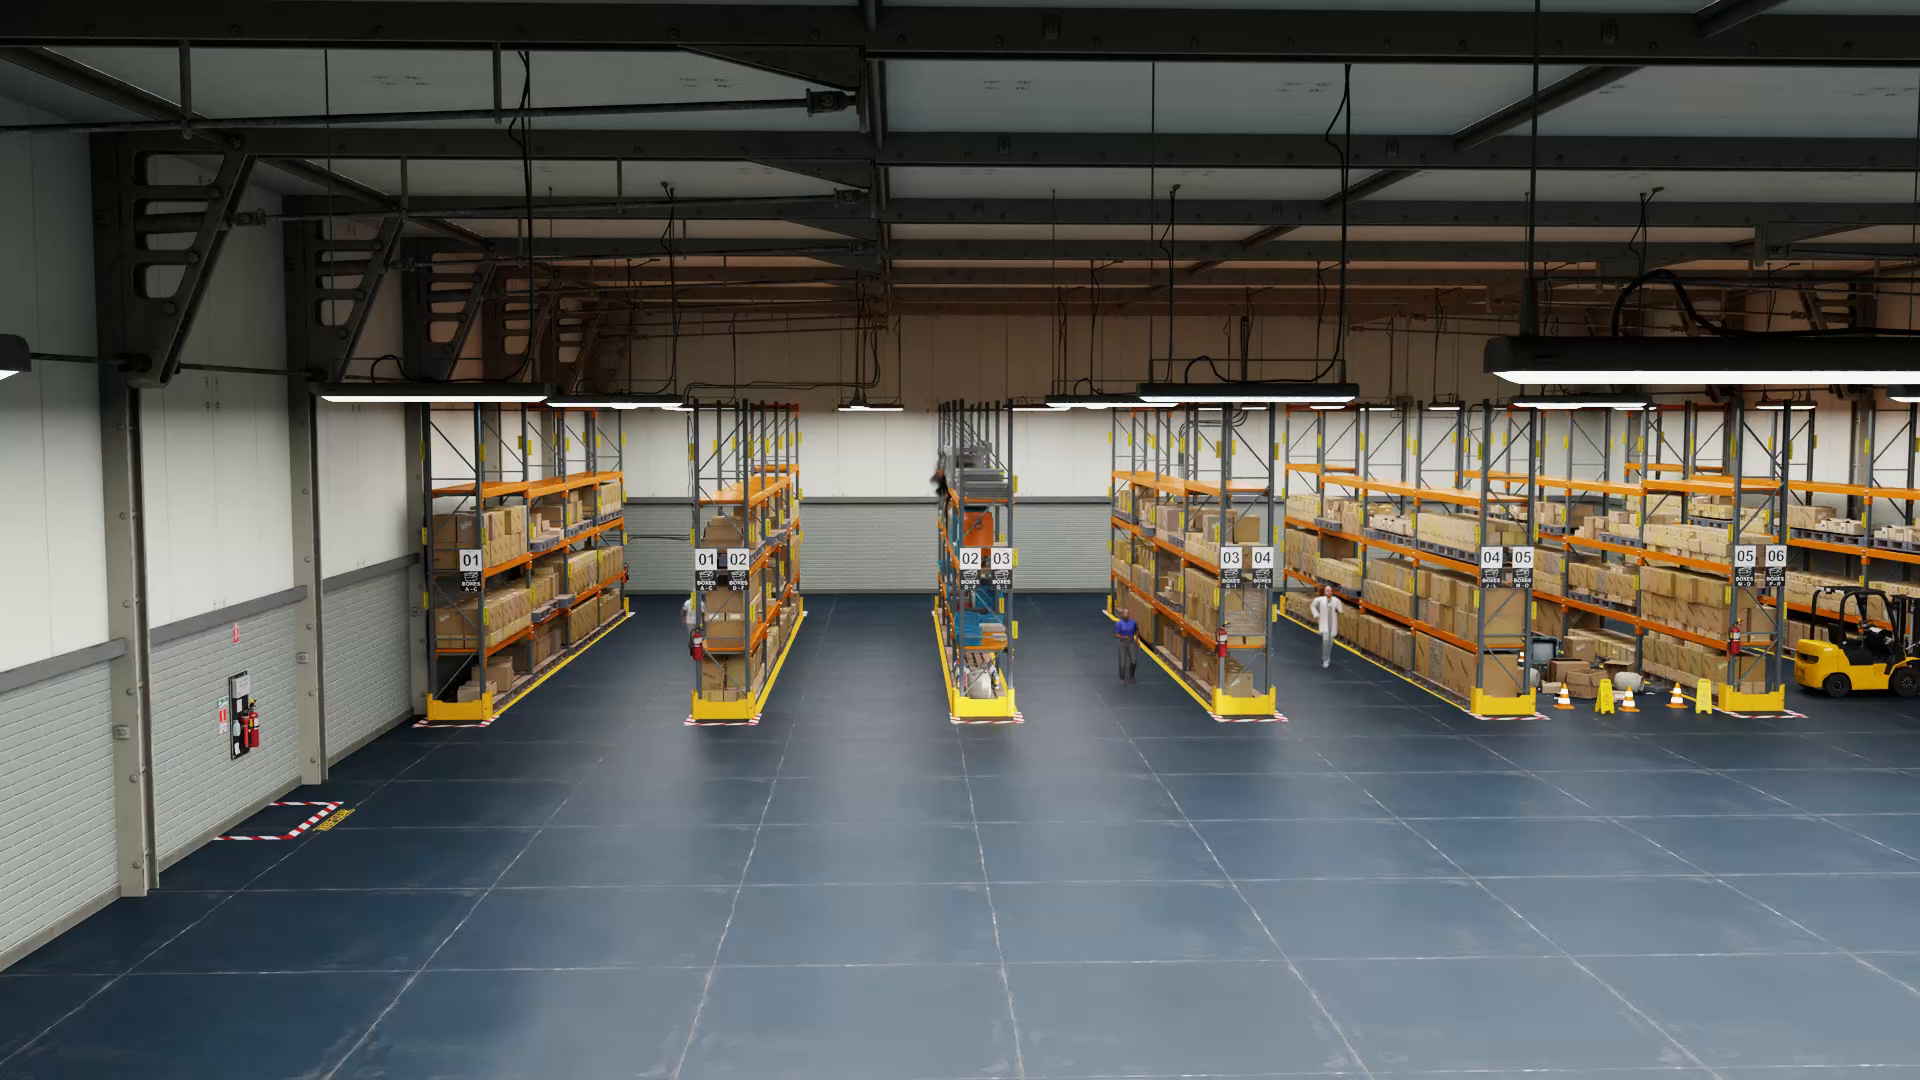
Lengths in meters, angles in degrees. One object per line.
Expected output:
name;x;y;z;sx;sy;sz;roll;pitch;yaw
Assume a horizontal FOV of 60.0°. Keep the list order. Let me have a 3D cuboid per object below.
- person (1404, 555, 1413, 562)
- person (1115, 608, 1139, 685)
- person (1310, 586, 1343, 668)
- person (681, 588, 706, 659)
person;13.015;1.118;48.906;0.705;1.824;0.632;0;4;-6
person;3.526;2.248;34.914;0.569;1.627;0.655;-1;4;-7
person;8.364;1.965;37.816;0.682;1.840;0.802;0;4;-4
person;-6.172;1.948;38.608;0.552;1.662;0.620;-1;4;-13
